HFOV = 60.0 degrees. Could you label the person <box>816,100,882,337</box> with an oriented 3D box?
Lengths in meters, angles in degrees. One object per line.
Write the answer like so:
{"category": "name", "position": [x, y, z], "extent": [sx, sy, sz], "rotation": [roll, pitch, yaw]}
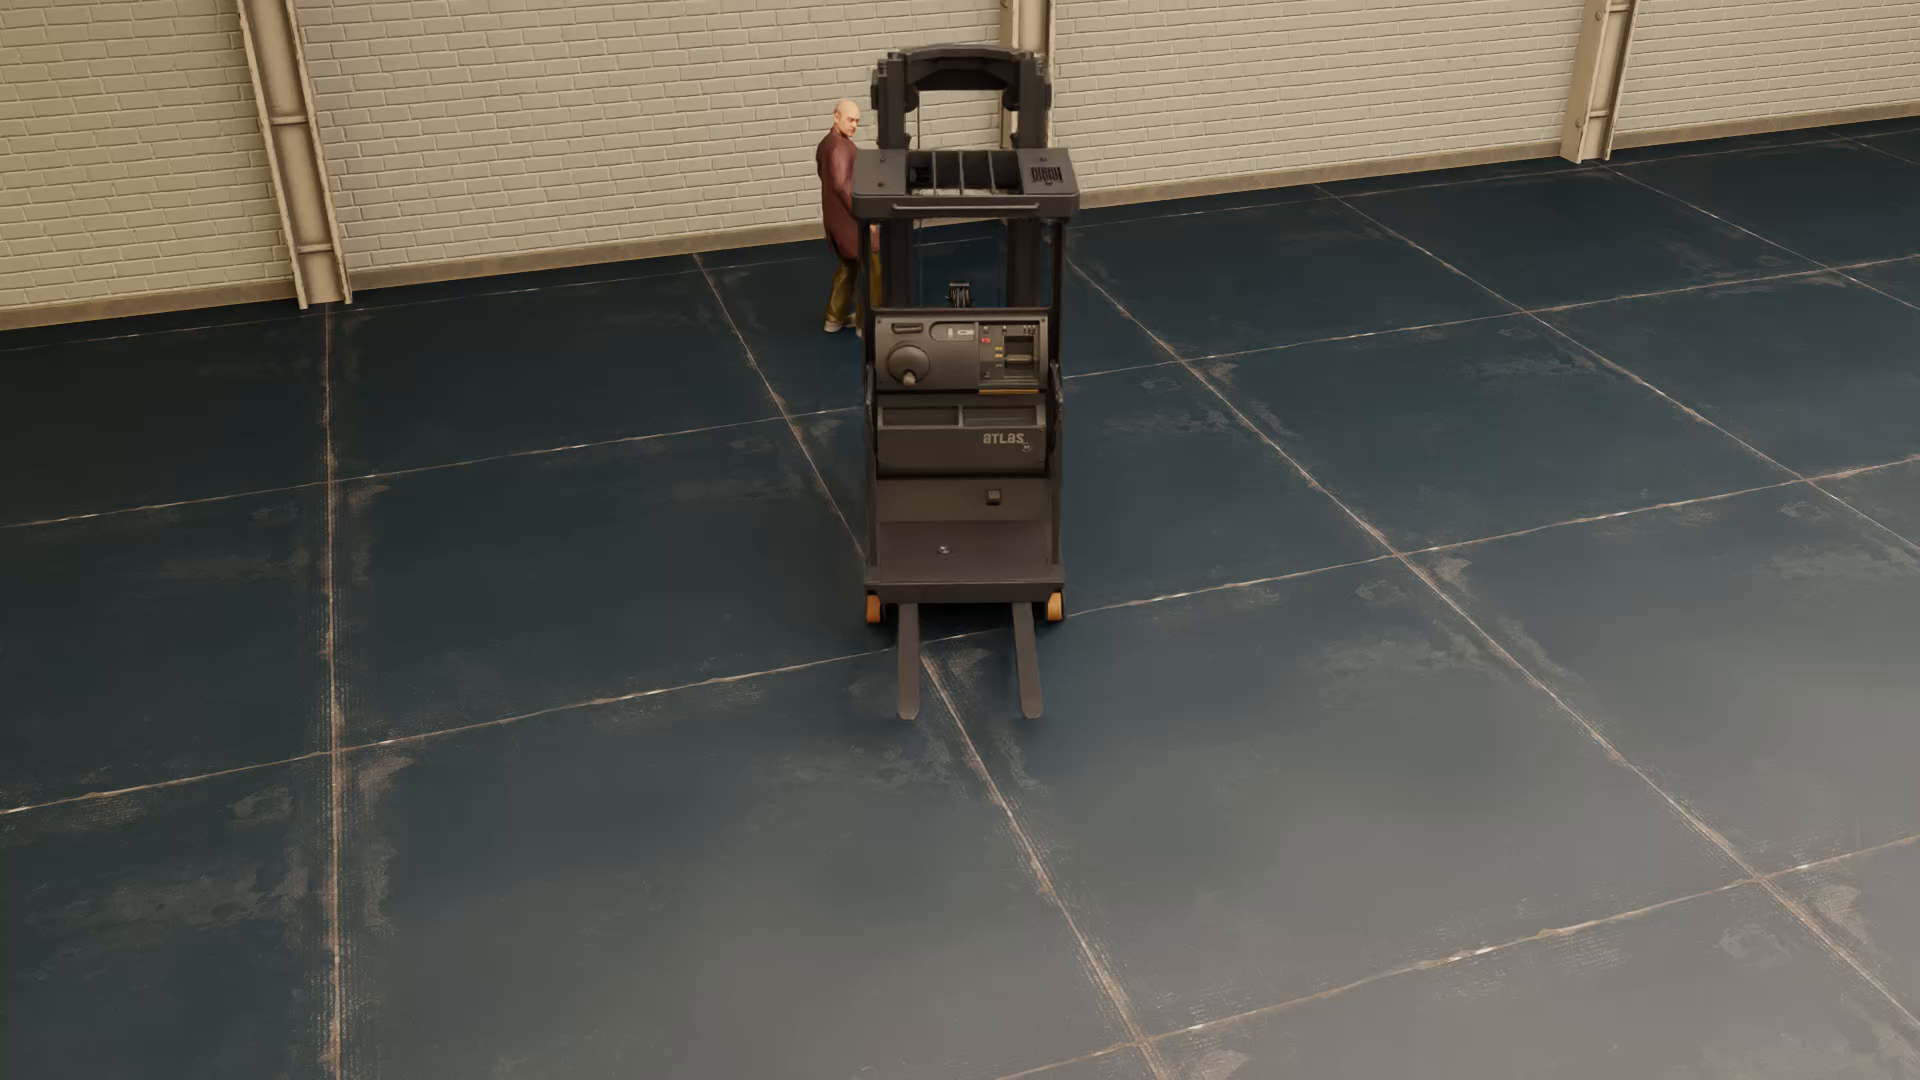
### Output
{"category": "person", "position": [-0.787, -2.413, 12.465], "extent": [0.556, 1.758, 0.796], "rotation": [-13, 32, -21]}

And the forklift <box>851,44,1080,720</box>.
{"category": "forklift", "position": [0.016, -0.966, 8.766], "extent": [1.130, 2.935, 3.031], "rotation": [-1, 30, -1]}
